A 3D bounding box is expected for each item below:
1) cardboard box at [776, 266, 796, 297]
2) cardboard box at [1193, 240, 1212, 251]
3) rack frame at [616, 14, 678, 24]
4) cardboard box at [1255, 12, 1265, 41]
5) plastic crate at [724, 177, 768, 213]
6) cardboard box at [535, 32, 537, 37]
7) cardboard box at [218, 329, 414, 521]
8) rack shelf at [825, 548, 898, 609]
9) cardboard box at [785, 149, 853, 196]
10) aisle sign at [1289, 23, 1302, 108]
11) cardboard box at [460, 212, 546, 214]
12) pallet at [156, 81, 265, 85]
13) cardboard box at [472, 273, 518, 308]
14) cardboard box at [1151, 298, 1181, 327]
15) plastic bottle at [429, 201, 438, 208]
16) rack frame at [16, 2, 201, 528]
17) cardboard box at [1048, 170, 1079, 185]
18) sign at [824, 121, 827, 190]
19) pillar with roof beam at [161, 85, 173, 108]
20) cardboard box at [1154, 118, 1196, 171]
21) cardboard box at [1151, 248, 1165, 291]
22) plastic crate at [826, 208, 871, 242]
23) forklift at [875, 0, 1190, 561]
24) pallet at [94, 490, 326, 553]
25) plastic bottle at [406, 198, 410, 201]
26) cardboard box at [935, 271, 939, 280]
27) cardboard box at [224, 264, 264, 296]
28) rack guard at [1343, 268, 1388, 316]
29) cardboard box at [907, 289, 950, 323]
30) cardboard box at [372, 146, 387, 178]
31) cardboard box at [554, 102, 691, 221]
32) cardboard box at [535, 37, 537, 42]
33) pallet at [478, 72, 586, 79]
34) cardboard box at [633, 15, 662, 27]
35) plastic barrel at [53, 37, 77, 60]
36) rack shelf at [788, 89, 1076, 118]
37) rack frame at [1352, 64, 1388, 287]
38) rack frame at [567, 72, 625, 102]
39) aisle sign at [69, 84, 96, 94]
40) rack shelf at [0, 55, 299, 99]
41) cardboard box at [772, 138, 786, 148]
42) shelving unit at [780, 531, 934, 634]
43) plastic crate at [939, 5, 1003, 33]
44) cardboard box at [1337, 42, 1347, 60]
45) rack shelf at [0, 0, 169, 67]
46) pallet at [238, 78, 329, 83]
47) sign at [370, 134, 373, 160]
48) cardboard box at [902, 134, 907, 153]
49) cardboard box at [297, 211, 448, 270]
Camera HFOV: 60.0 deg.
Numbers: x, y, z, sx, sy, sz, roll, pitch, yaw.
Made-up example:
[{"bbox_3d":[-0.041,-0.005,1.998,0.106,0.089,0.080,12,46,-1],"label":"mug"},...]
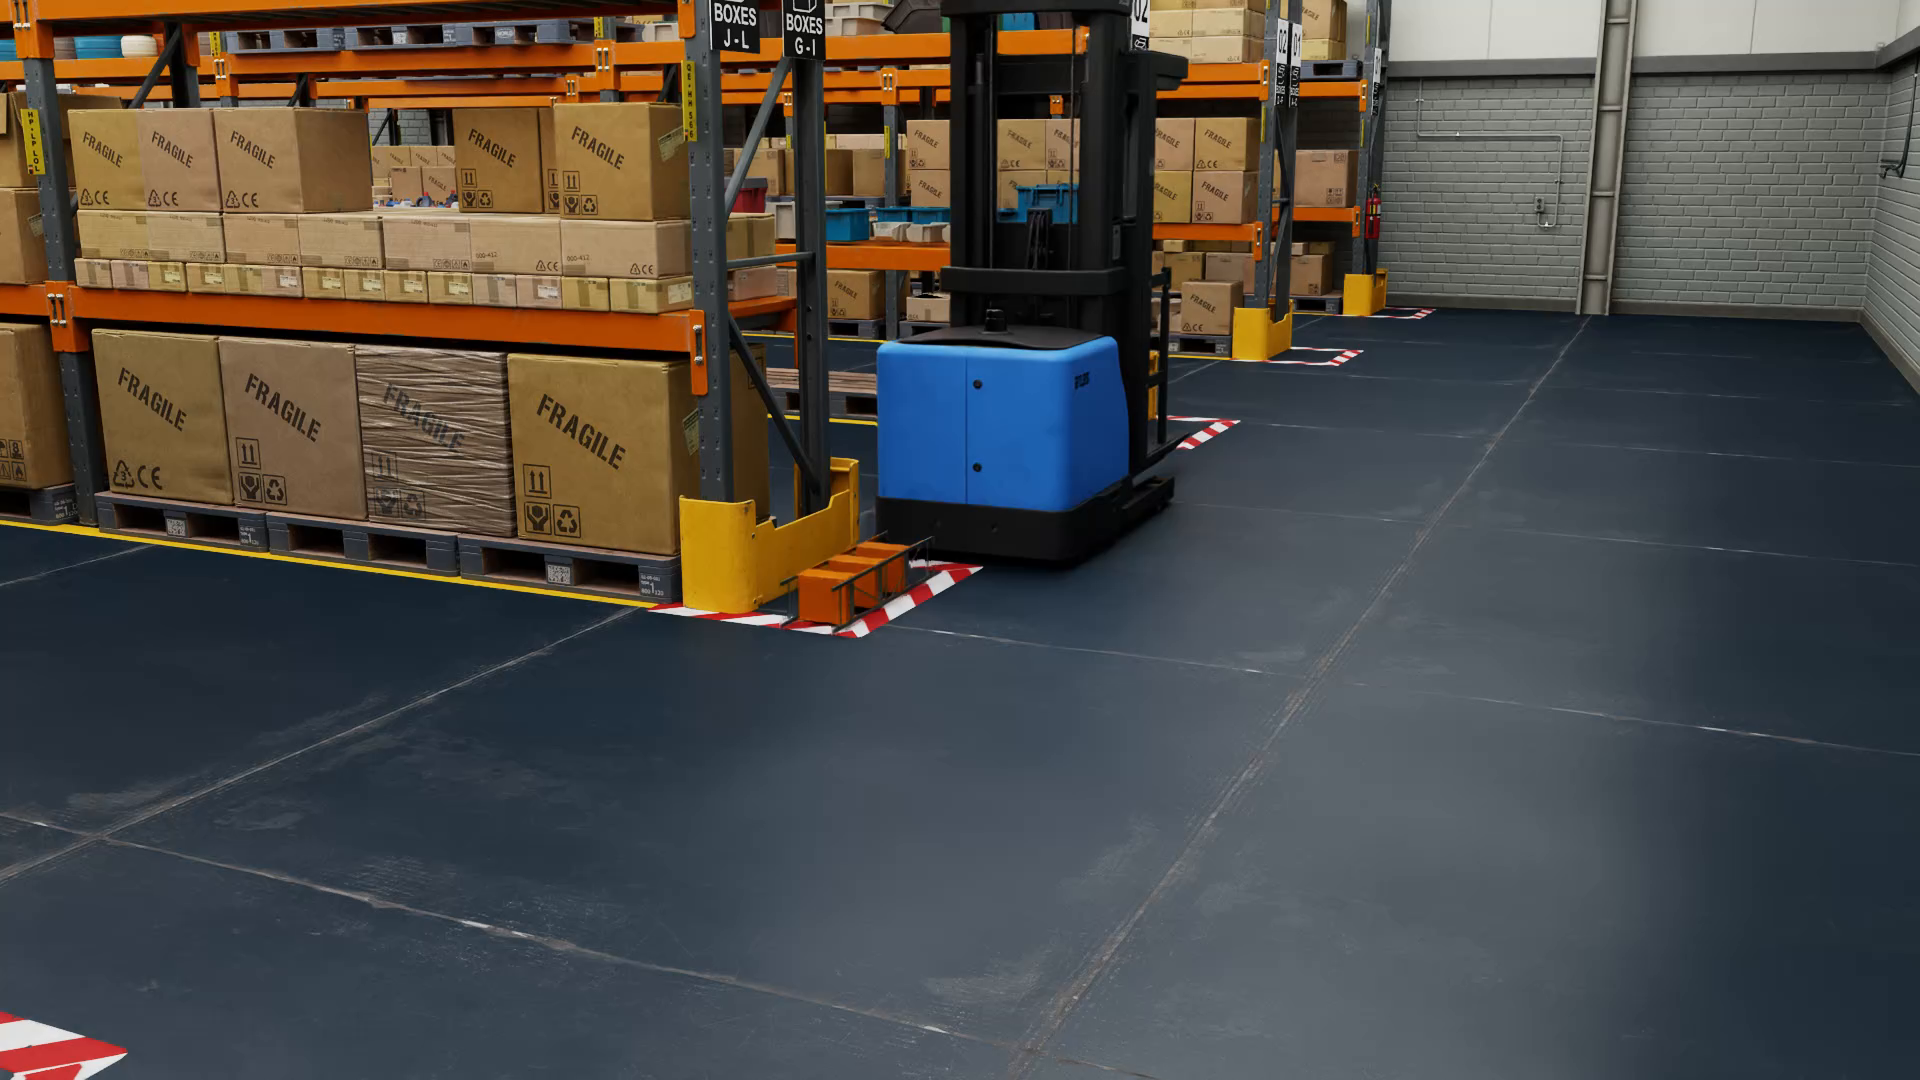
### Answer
[{"bbox_3d":[-2.013,-2.783,18.557,0.500,0.500,0.500,6,14,24],"label":"cardboard box"},{"bbox_3d":[3.245,-3.889,21.893,0.250,0.149,0.380,6,14,22],"label":"cardboard box"},{"bbox_3d":[-2.548,-5.592,12.889,0.127,3.000,1.000,6,14,23],"label":"rack frame"},{"bbox_3d":[2.754,-5.068,16.456,0.500,0.250,0.500,6,14,23],"label":"cardboard box"},{"bbox_3d":[-1.834,-2.597,12.984,0.583,0.464,0.402,6,14,23],"label":"plastic crate"},{"bbox_3d":[-6.418,-7.476,25.033,0.500,0.500,0.500,4,14,18],"label":"cardboard box"},{"bbox_3d":[-3.161,-0.646,8.674,0.875,0.875,0.875,6,14,23],"label":"cardboard box"},{"bbox_3d":[-0.437,0.174,7.477,0.240,0.215,0.259,5,14,22],"label":"rack shelf"},{"bbox_3d":[-1.535,-4.100,18.523,0.500,0.500,0.700,8,16,32],"label":"cardboard box"},{"bbox_3d":[3.300,-4.656,16.342,0.004,0.787,0.394,6,14,23],"label":"aisle sign"},{"bbox_3d":[-2.163,-1.533,8.401,0.500,0.250,0.500,5,14,21],"label":"cardboard box"},{"bbox_3d":[-9.755,-6.050,21.599,1.213,0.211,1.003,6,14,23],"label":"pallet"},{"bbox_3d":[-2.053,-1.179,7.765,0.250,0.149,0.380,6,15,24],"label":"cardboard box"},{"bbox_3d":[2.279,-2.367,17.332,0.500,0.250,0.500,6,14,23],"label":"cardboard box"},{"bbox_3d":[-4.400,-2.710,13.993,0.133,0.283,0.061,6,14,23],"label":"plastic bottle"},{"bbox_3d":[-4.554,-1.637,9.165,0.127,3.000,1.000,6,14,23],"label":"rack frame"},{"bbox_3d":[1.209,-3.510,16.929,0.500,0.500,0.500,6,14,22],"label":"cardboard box"},{"bbox_3d":[-0.667,-1.842,7.972,0.005,0.325,0.100,6,14,23],"label":"sign"},{"bbox_3d":[-15.746,-8.544,25.467,0.400,9.000,9.100,6,14,23],"label":"pillar with roof beam"},{"bbox_3d":[2.138,-3.901,16.408,0.500,0.500,0.500,6,15,25],"label":"cardboard box"},{"bbox_3d":[2.565,-3.591,22.043,0.500,0.500,0.700,6,14,23],"label":"cardboard box"},{"bbox_3d":[-0.873,-2.386,12.590,0.300,0.233,0.416,6,14,23],"label":"plastic crate"},{"bbox_3d":[0.598,-1.616,9.227,1.130,2.935,3.031,5,14,22],"label":"forklift"},{"bbox_3d":[-3.891,-0.193,9.114,1.213,0.211,1.003,6,14,23],"label":"pallet"},{"bbox_3d":[-4.998,-2.959,15.080,0.097,0.271,0.097,0,13,0],"label":"plastic bottle"},{"bbox_3d":[0.004,-4.013,23.078,0.750,0.750,0.750,6,15,25],"label":"cardboard box"},{"bbox_3d":[-3.462,-1.322,8.371,0.250,0.149,0.380,6,14,22],"label":"cardboard box"},{"bbox_3d":[5.144,-3.151,21.091,0.348,0.500,1.175,6,14,23],"label":"rack guard"},{"bbox_3d":[-0.242,-2.527,17.880,0.500,0.311,0.500,6,14,23],"label":"cardboard box"},{"bbox_3d":[-9.192,-6.046,26.598,0.500,0.500,0.500,6,14,23],"label":"cardboard box"},{"bbox_3d":[-1.449,-1.694,7.444,0.500,0.500,0.500,6,14,24],"label":"cardboard box"},{"bbox_3d":[-4.633,-5.698,19.314,0.500,0.250,0.500,5,14,19],"label":"cardboard box"},{"bbox_3d":[-4.852,-5.488,19.426,1.003,0.211,1.213,7,15,26],"label":"pallet"},{"bbox_3d":[-3.333,-5.983,18.712,0.500,0.500,0.500,6,14,23],"label":"cardboard box"},{"bbox_3d":[-8.712,-5.054,16.063,0.600,0.901,0.600,0,13,0],"label":"plastic barrel"},{"bbox_3d":[-0.364,-6.036,22.921,4.000,0.370,1.077,6,14,23],"label":"rack shelf"},{"bbox_3d":[5.122,-4.371,20.815,0.127,3.000,1.000,6,14,23],"label":"rack frame"},{"bbox_3d":[-4.196,-4.076,19.559,0.127,3.000,1.000,6,14,23],"label":"rack frame"},{"bbox_3d":[-11.694,-6.024,22.170,0.004,0.787,0.394,6,14,23],"label":"aisle sign"},{"bbox_3d":[-8.034,-4.337,15.679,4.000,0.370,1.077,6,14,23],"label":"rack shelf"},{"bbox_3d":[-2.520,-5.715,23.943,0.250,0.149,0.380,4,14,16],"label":"cardboard box"},{"bbox_3d":[-0.441,0.176,7.468,0.252,0.215,1.050,5,14,22],"label":"shelving unit"},{"bbox_3d":[0.091,-3.690,11.813,0.336,0.188,0.450,6,14,23],"label":"plastic crate"},{"bbox_3d":[4.554,-6.130,20.936,0.500,0.250,0.500,7,15,26],"label":"cardboard box"},{"bbox_3d":[-6.383,-2.932,9.693,4.000,0.370,1.077,6,14,23],"label":"rack shelf"},{"bbox_3d":[-8.643,-5.937,21.117,1.213,0.211,1.003,6,14,23],"label":"pallet"},{"bbox_3d":[-7.642,-5.085,21.500,0.005,0.325,0.100,6,14,23],"label":"sign"},{"bbox_3d":[-0.462,-5.442,22.827,0.500,0.250,0.500,5,14,22],"label":"cardboard box"},{"bbox_3d":[-2.855,-1.470,8.129,0.500,0.250,0.500,6,14,23],"label":"cardboard box"}]
